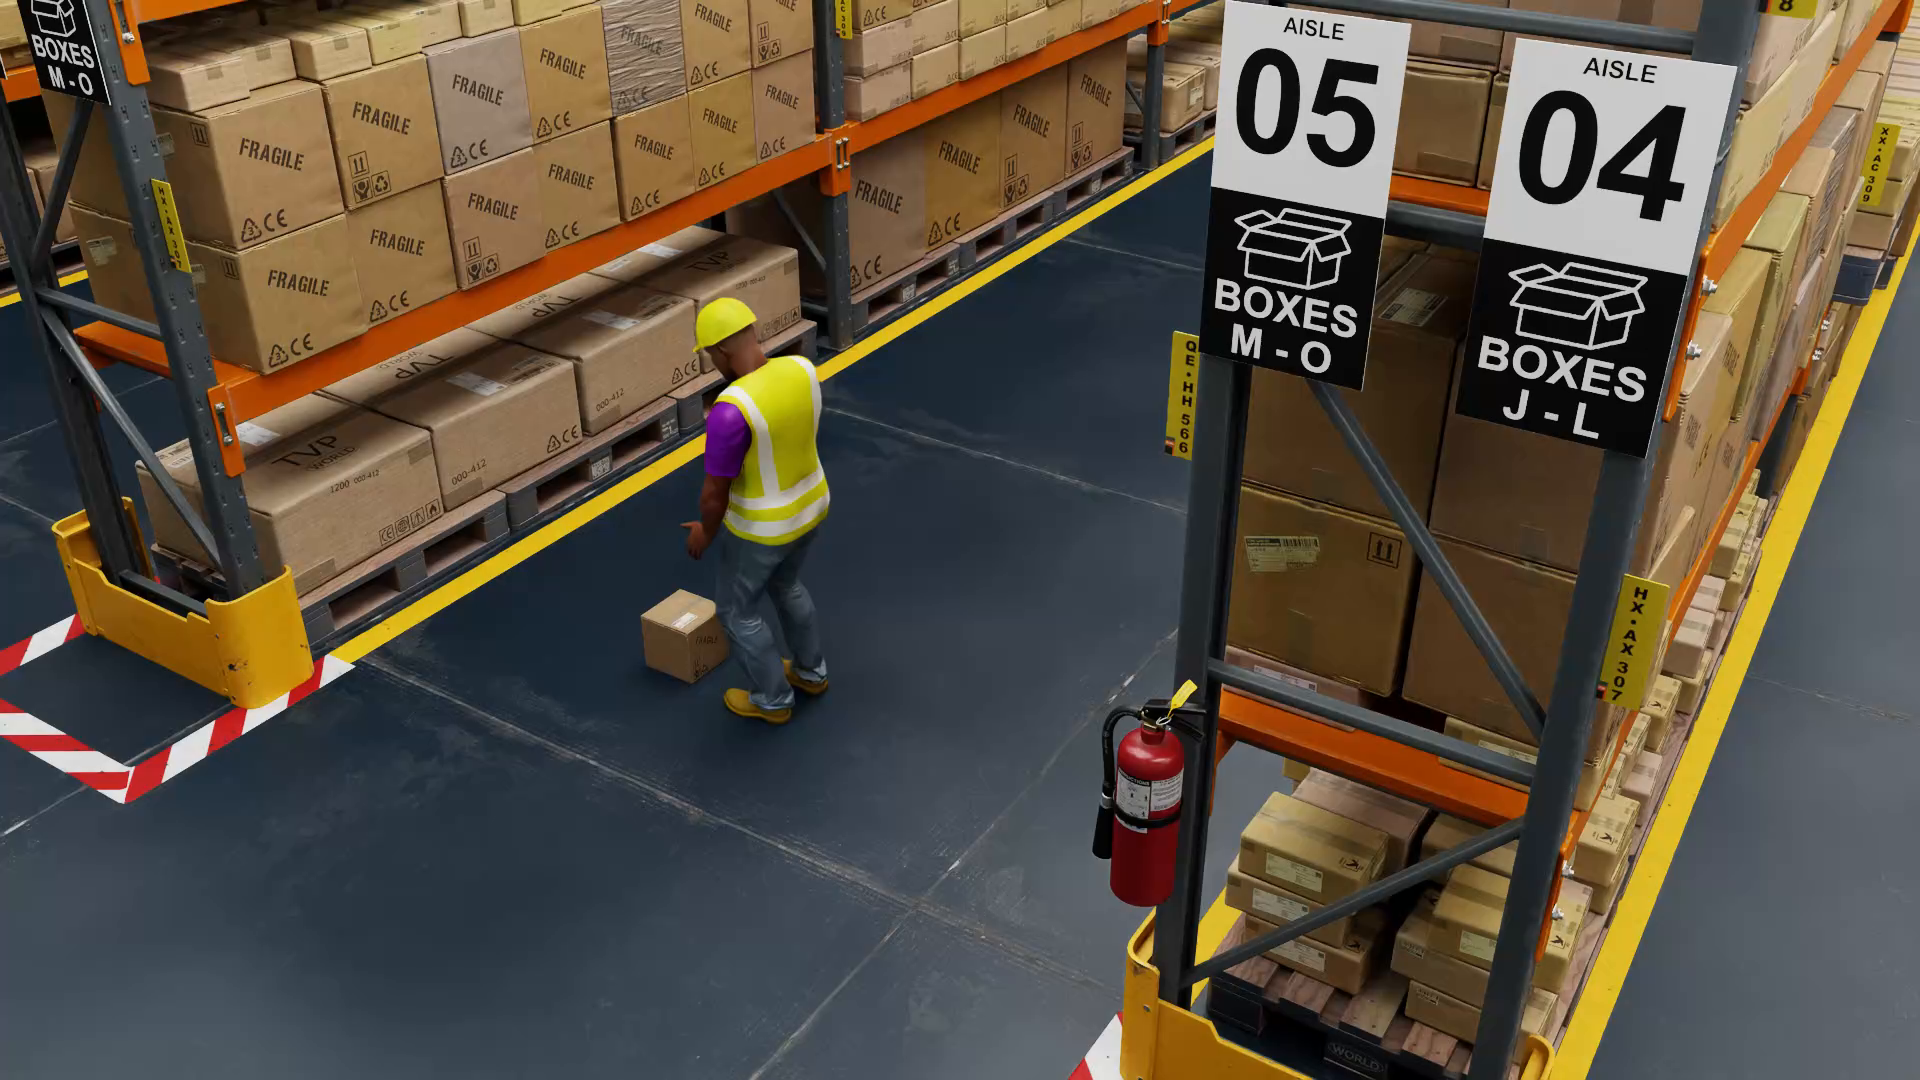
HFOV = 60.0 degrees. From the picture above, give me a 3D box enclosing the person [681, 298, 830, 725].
[{"bbox_3d":[-0.763,-0.093,6.317,0.453,1.717,0.591,19,35,29],"label":"person"}]
